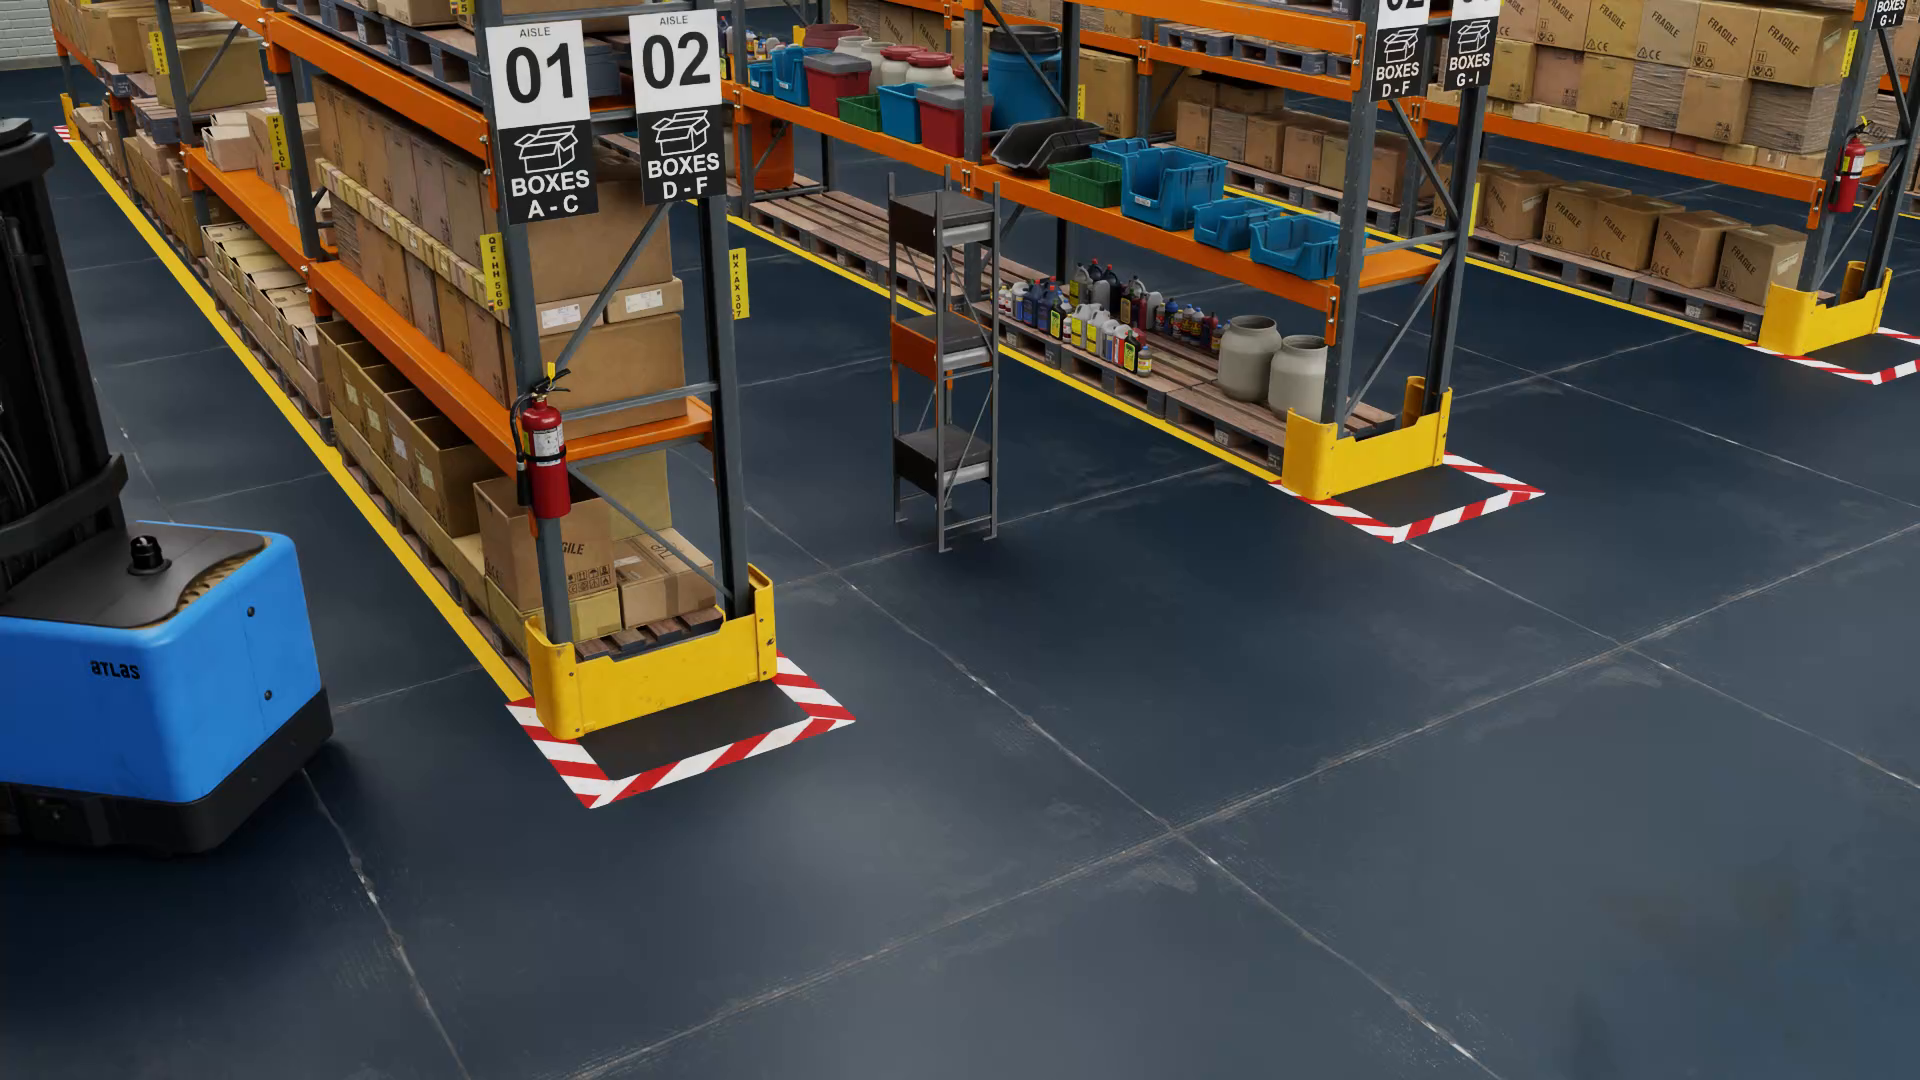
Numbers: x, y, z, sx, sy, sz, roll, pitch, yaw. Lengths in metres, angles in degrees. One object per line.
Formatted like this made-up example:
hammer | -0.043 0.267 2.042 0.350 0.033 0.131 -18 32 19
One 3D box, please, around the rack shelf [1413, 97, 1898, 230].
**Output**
rack shelf | 5.723 -3.313 14.098 1.077 0.370 4.000 -16 29 -30

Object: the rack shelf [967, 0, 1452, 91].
rack shelf | 1.573 -3.516 11.012 1.077 0.370 4.000 -16 29 -30

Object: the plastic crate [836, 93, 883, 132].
plastic crate | -0.706 -3.661 14.240 0.450 0.188 0.662 -16 29 -30

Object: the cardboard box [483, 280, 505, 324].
cardboard box | -1.999 -1.140 7.775 0.380 0.149 0.250 -15 29 -28

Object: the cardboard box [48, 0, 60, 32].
cardboard box | -10.200 -6.164 19.176 0.500 0.500 0.500 -15 29 -29

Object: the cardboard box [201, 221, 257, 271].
cardboard box | -5.815 -2.422 13.438 0.500 0.311 0.500 -14 29 -28

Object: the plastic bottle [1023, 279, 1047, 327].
plastic bottle | 0.574 -1.815 12.670 0.144 0.351 0.185 -15 29 -28

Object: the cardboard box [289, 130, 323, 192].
cardboard box | -4.364 -2.559 11.540 0.500 0.500 0.500 -13 28 -26

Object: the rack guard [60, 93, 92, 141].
rack guard | -10.180 -5.181 20.140 1.175 0.500 0.348 -16 29 -30

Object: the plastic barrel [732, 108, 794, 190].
plastic barrel | -1.984 -4.010 16.781 0.600 0.830 0.708 -16 29 -30

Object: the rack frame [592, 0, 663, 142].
rack frame | -3.886 -6.061 19.076 1.000 3.000 0.127 -16 29 -30

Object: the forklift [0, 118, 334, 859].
forklift | -4.468 -0.308 6.969 3.031 2.935 1.130 5 26 10

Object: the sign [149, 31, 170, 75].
sign | -6.304 -3.835 13.097 0.100 0.325 0.005 -16 29 -30

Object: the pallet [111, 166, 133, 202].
pallet | -8.412 -3.893 17.749 1.003 0.211 1.213 -16 29 -30

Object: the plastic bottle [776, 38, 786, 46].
plastic bottle | -1.809 -4.936 16.829 0.061 0.283 0.133 -16 29 -30

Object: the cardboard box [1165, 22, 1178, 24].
cardboard box | 2.410 -6.067 18.971 0.500 0.500 0.500 -15 29 -28

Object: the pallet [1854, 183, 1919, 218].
pallet | 9.862 -3.486 16.887 1.003 0.211 1.213 -16 29 -30

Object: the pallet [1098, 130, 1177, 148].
pallet | 2.080 -4.823 19.720 1.003 0.211 1.213 -16 29 -30

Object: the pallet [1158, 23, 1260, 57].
pallet | 2.926 -5.468 18.044 1.213 0.211 1.003 -16 29 -30

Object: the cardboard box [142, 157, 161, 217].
cardboard box | -7.411 -3.378 15.805 0.500 0.500 0.500 -15 29 -29

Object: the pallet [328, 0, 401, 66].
pallet | -2.522 -2.628 8.394 1.003 0.211 1.213 -16 29 -30

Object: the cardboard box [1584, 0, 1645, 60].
cardboard box | 5.493 -4.232 13.564 0.500 0.500 0.500 -16 29 -30

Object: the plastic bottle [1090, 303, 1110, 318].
plastic bottle | 1.020 -1.606 12.313 0.152 0.276 0.135 -16 29 -30

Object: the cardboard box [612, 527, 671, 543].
cardboard box | -1.870 0.016 8.932 0.500 0.250 0.500 -16 29 -30

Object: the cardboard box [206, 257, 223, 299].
cardboard box | -5.815 -2.168 13.558 0.500 0.250 0.500 -16 29 -30

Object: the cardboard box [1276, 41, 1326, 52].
cardboard box | 3.608 -5.189 16.616 0.797 0.503 0.637 -12 28 -24

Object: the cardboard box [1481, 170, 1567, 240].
cardboard box | 5.135 -3.058 15.150 0.500 0.500 0.500 -6 26 -13

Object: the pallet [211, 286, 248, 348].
pallet | -5.438 -1.913 13.555 1.003 0.211 1.213 -16 29 -30

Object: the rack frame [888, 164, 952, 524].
rack frame | -0.224 -1.096 9.612 0.400 2.100 0.015 -16 29 -30

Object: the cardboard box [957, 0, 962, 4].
cardboard box | 0.306 -7.038 21.028 0.500 0.500 0.500 -15 29 -29

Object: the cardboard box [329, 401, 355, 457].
cardboard box | -3.672 -0.757 10.568 0.500 0.250 0.500 -16 29 -30

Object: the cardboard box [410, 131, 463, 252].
cardboard box | -2.328 -1.804 8.420 0.700 0.500 0.500 -15 29 -29

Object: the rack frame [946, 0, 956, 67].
rack frame | 0.264 -7.215 21.521 1.000 3.000 0.127 -16 29 -30

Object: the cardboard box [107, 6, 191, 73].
cardboard box | -7.538 -4.691 15.563 0.700 0.500 0.500 -11 27 -21

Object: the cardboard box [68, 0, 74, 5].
cardboard box | -9.088 -5.889 17.423 0.500 0.500 0.500 -15 29 -29

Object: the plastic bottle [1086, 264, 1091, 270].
plastic bottle | 1.020 -2.075 13.299 0.061 0.283 0.133 -14 29 -27

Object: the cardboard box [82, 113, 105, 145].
cardboard box | -9.617 -4.676 18.847 0.500 0.250 0.500 -16 29 -30

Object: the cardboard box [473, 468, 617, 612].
cardboard box | -2.029 -0.024 8.138 0.500 0.500 0.500 -16 29 -30

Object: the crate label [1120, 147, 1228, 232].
crate label | 1.434 -2.380 11.237 0.502 0.435 0.616 -16 29 -30

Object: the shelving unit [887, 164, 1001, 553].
shelving unit | -0.090 -1.009 9.427 0.431 2.100 0.503 -16 29 -30

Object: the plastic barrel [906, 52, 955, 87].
plastic barrel | -0.258 -3.917 14.374 0.433 0.535 0.433 0 25 0

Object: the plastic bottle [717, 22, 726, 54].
plastic bottle | -2.563 -5.309 17.540 0.144 0.351 0.185 -16 29 -30

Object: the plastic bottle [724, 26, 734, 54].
plastic bottle | -2.425 -5.301 17.610 0.152 0.276 0.135 -16 29 -30

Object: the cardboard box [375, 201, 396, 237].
cardboard box | -2.980 -1.784 9.139 0.380 0.149 0.250 -17 30 -31

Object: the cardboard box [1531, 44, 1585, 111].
cardboard box | 5.426 -4.016 14.278 0.875 0.500 0.500 -16 29 -30

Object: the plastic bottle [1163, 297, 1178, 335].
plastic bottle | 1.584 -1.686 12.489 0.097 0.271 0.097 0 25 0

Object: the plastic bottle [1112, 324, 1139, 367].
plastic bottle | 1.180 -1.388 11.851 0.152 0.276 0.135 -15 29 -29

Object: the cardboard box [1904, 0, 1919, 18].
cardboard box | 9.592 -5.495 16.436 0.875 0.550 0.550 -16 29 -30

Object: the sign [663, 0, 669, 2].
sign | -3.424 -6.314 19.287 0.100 0.325 0.005 -16 29 -30

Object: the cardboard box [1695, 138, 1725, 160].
cardboard box | 6.047 -3.124 13.147 0.380 0.149 0.250 -16 29 -30

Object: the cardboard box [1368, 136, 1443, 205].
cardboard box | 4.314 -3.647 16.375 0.700 0.500 0.500 -18 31 -33

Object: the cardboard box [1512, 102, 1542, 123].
cardboard box | 5.028 -3.732 14.436 0.380 0.149 0.250 -16 29 -30

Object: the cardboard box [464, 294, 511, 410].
cardboard box | -2.022 -1.018 8.276 0.700 0.500 0.500 -15 29 -28
